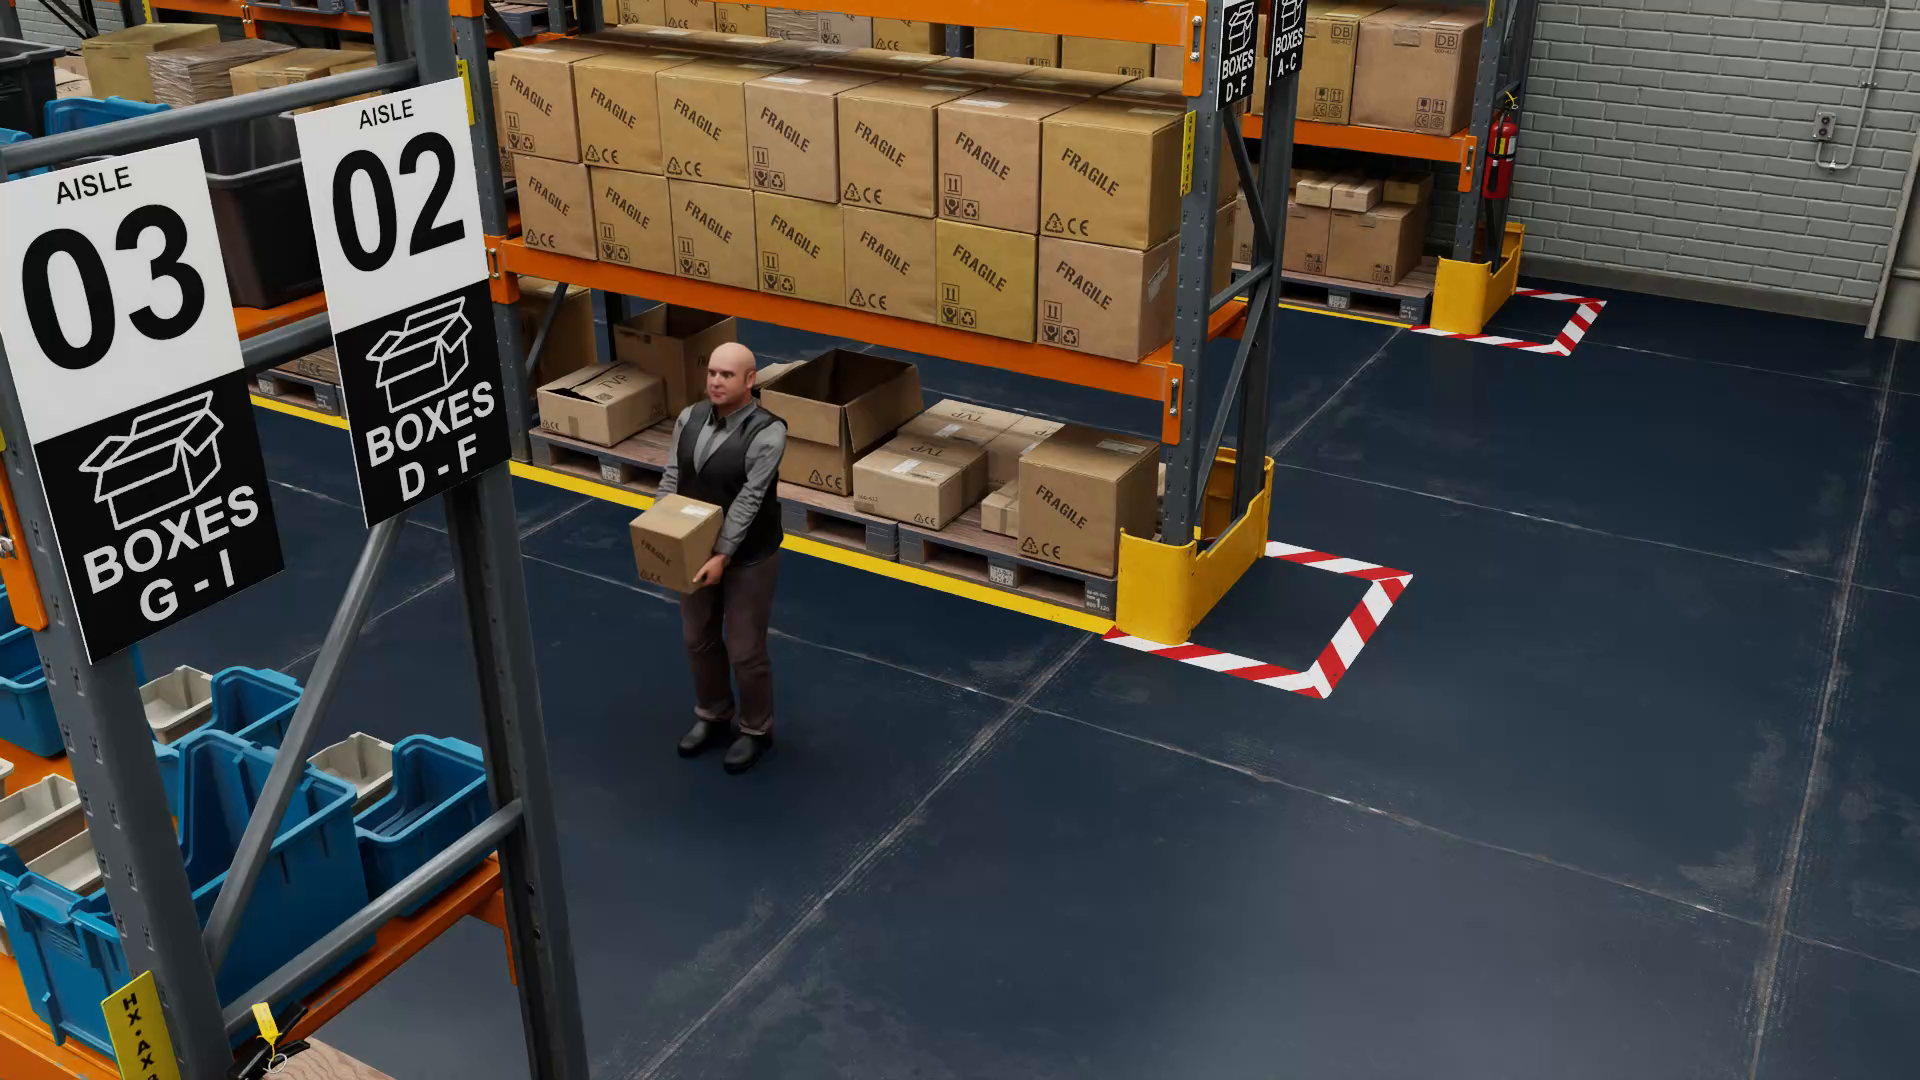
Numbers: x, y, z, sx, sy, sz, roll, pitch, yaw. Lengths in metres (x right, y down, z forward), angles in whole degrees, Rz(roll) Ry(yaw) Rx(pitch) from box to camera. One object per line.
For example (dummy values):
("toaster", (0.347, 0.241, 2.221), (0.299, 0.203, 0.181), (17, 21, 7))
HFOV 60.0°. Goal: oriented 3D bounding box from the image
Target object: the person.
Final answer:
("person", (-0.945, 0.096, 6.459), (0.494, 1.711, 0.547), (15, 30, 27))
